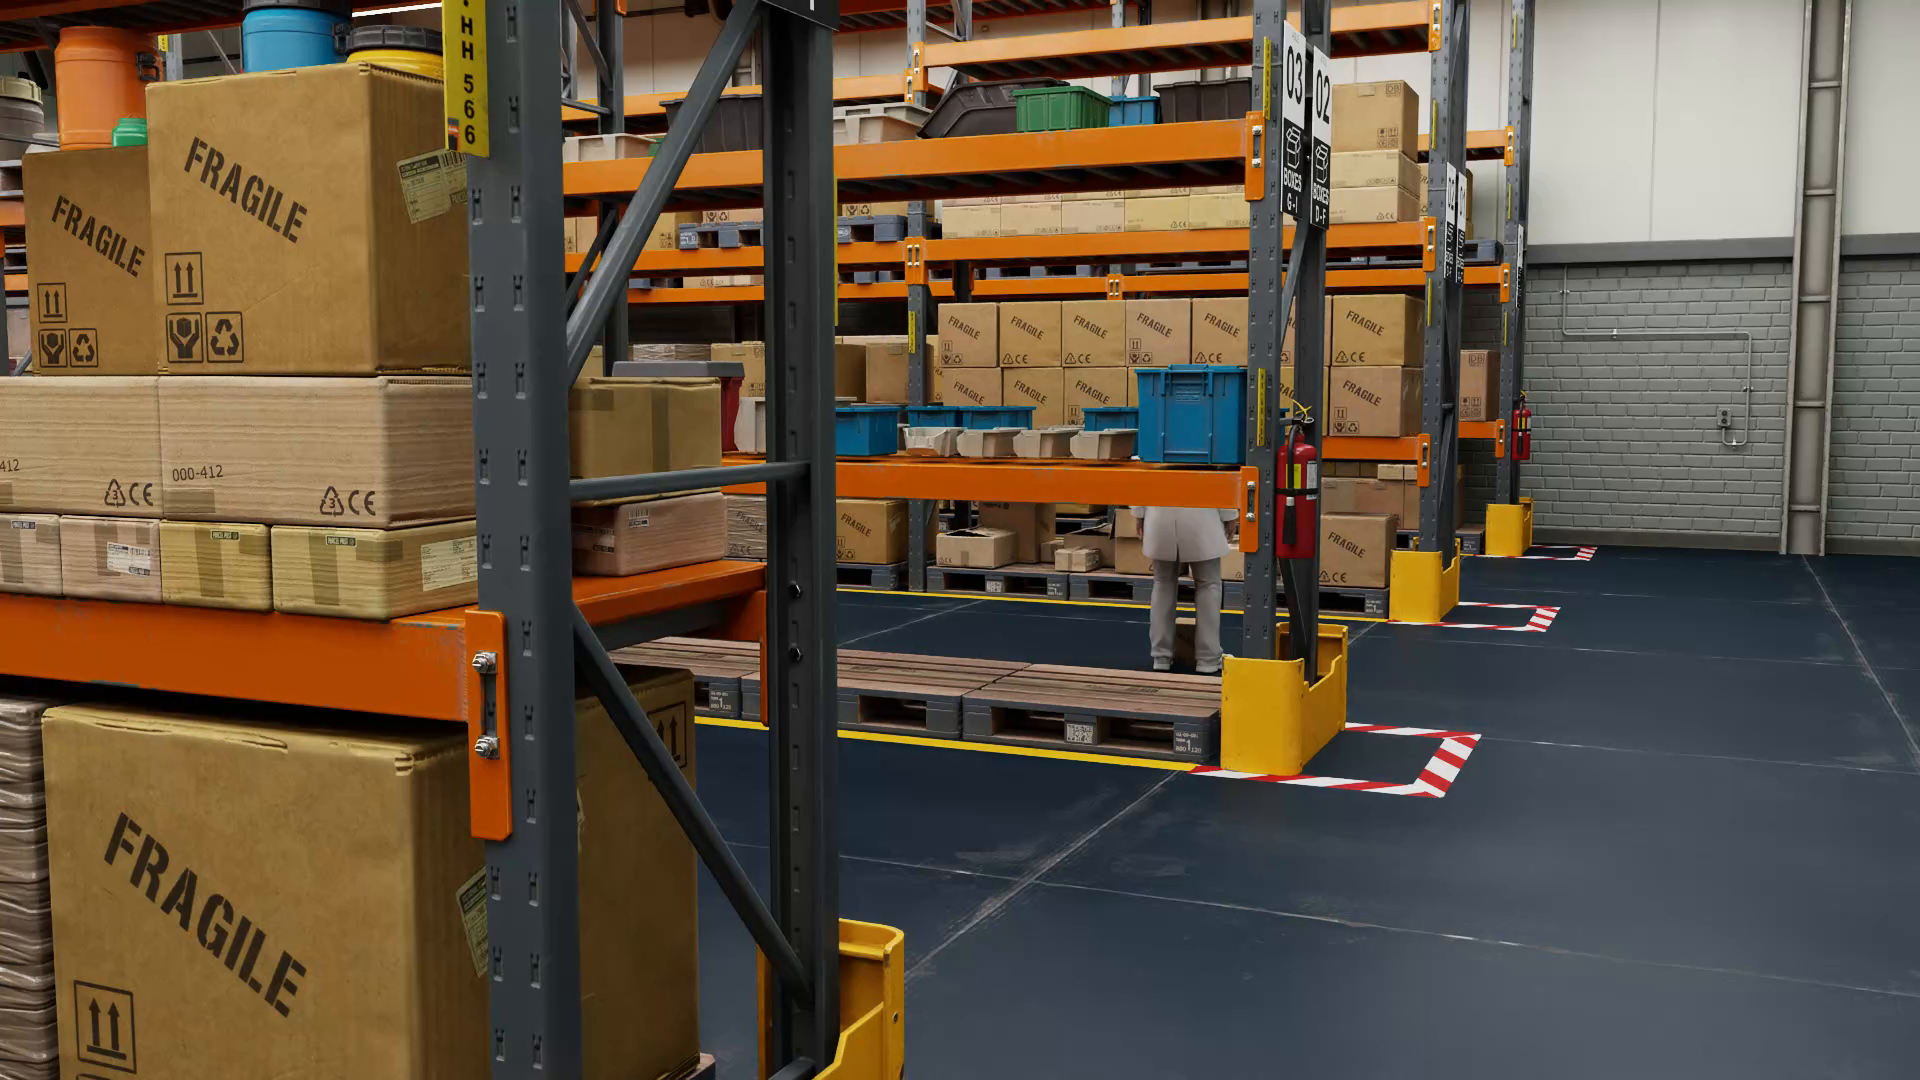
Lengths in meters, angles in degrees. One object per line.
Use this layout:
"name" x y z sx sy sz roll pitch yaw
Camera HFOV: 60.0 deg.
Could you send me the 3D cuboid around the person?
"person" 1.316 -0.123 9.759 0.644 1.774 0.419 2 6 23
